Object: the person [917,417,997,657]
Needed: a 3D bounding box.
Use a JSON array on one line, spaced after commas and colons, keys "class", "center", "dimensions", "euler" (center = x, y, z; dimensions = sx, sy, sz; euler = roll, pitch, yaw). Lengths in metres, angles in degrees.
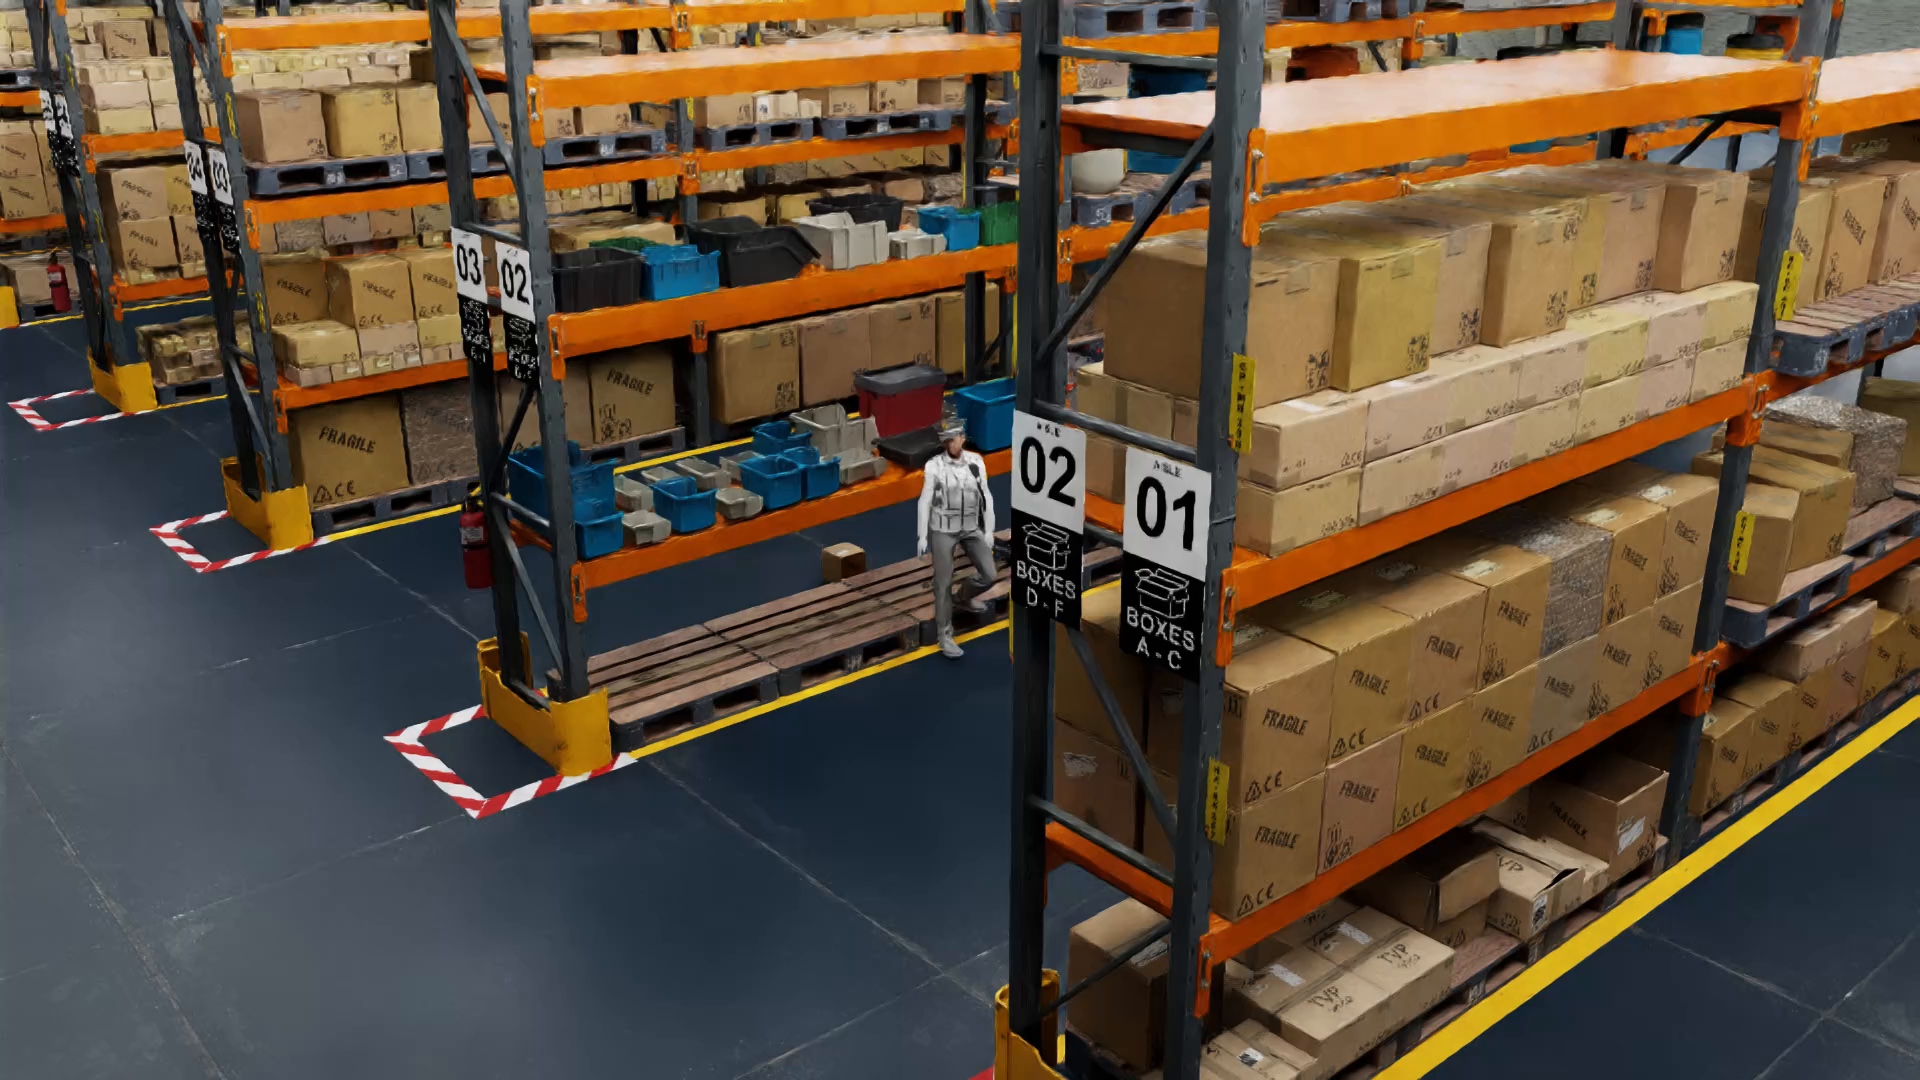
[{"class": "person", "center": [-0.031, -0.045, 11.599], "dimensions": [0.588, 1.663, 0.559], "euler": [-9, 23, -23]}]
